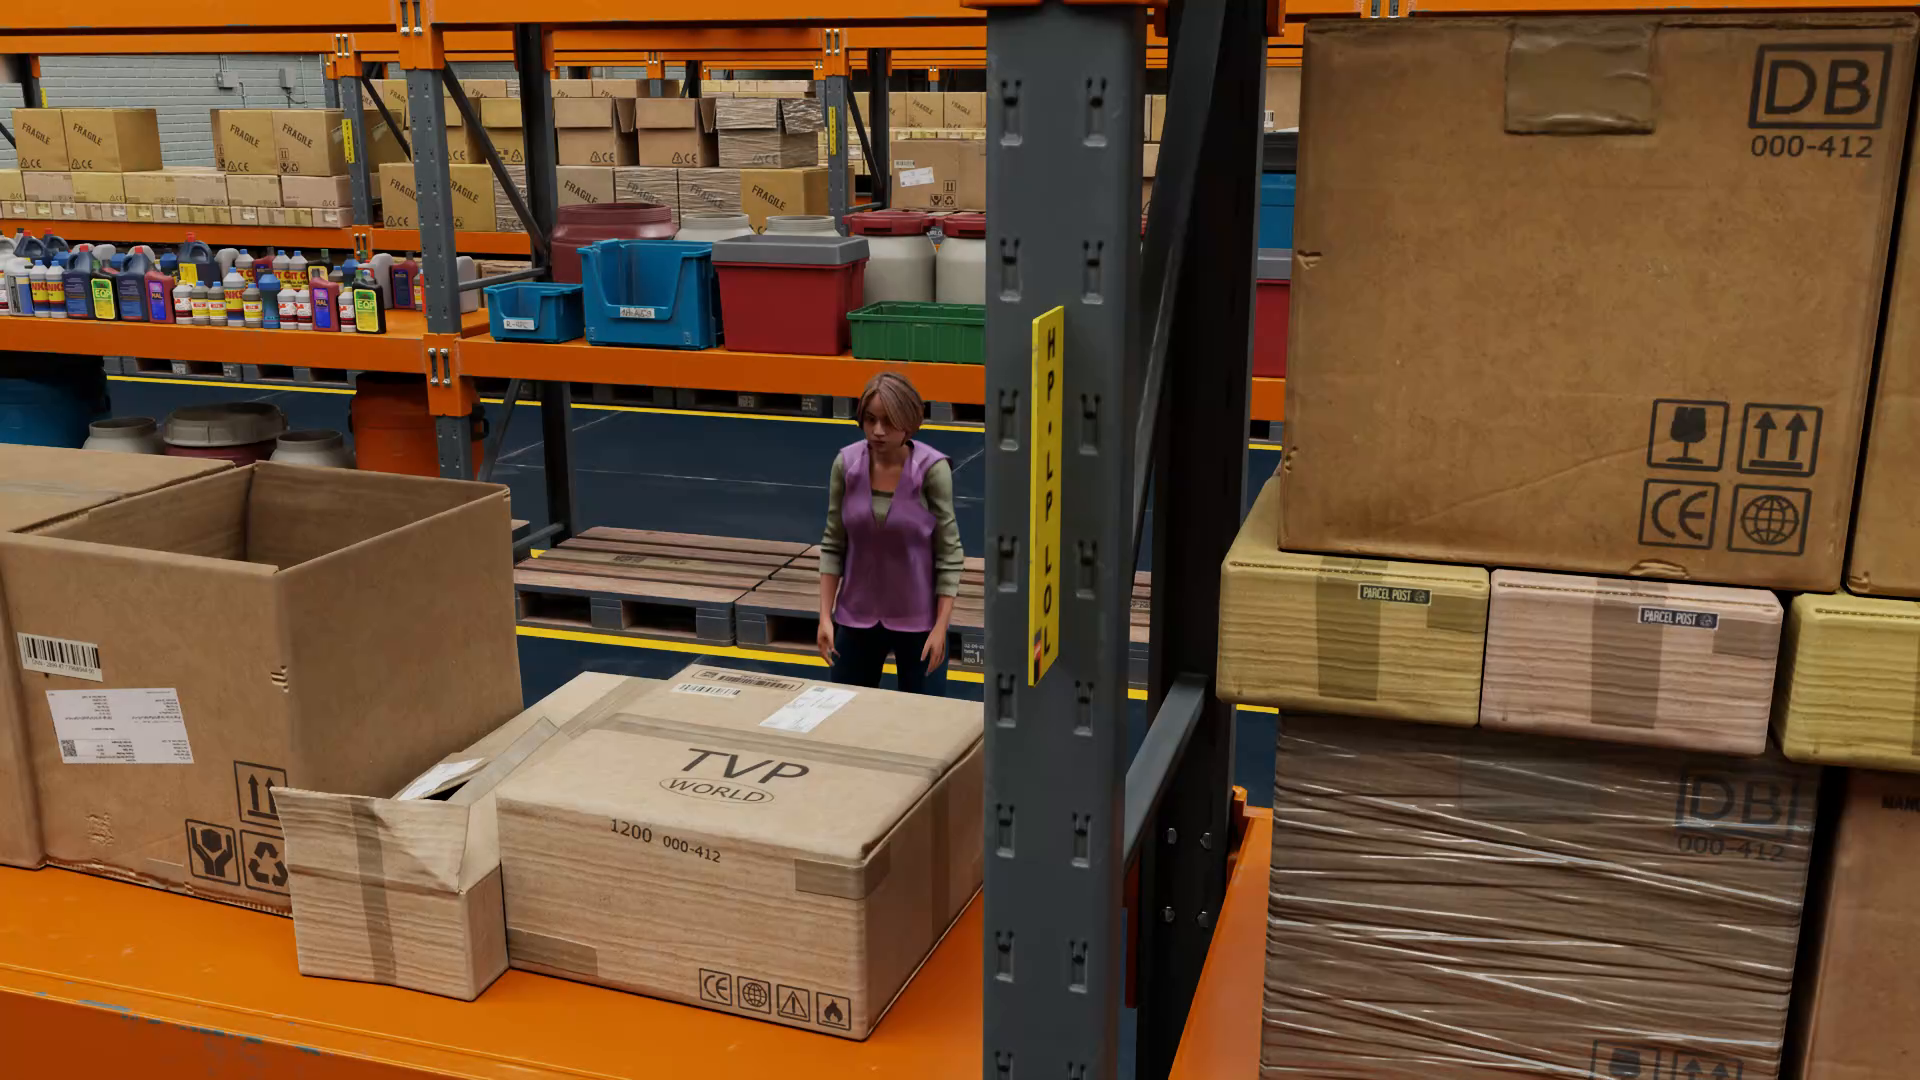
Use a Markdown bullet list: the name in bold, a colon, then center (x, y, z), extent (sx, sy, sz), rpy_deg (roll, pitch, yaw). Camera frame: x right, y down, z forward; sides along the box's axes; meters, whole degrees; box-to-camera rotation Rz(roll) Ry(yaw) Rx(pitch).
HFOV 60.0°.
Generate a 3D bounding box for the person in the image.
- **person**: center (-0.211, 0.274, 5.032), extent (0.452, 1.598, 0.338), rpy_deg (4, 16, 15)
